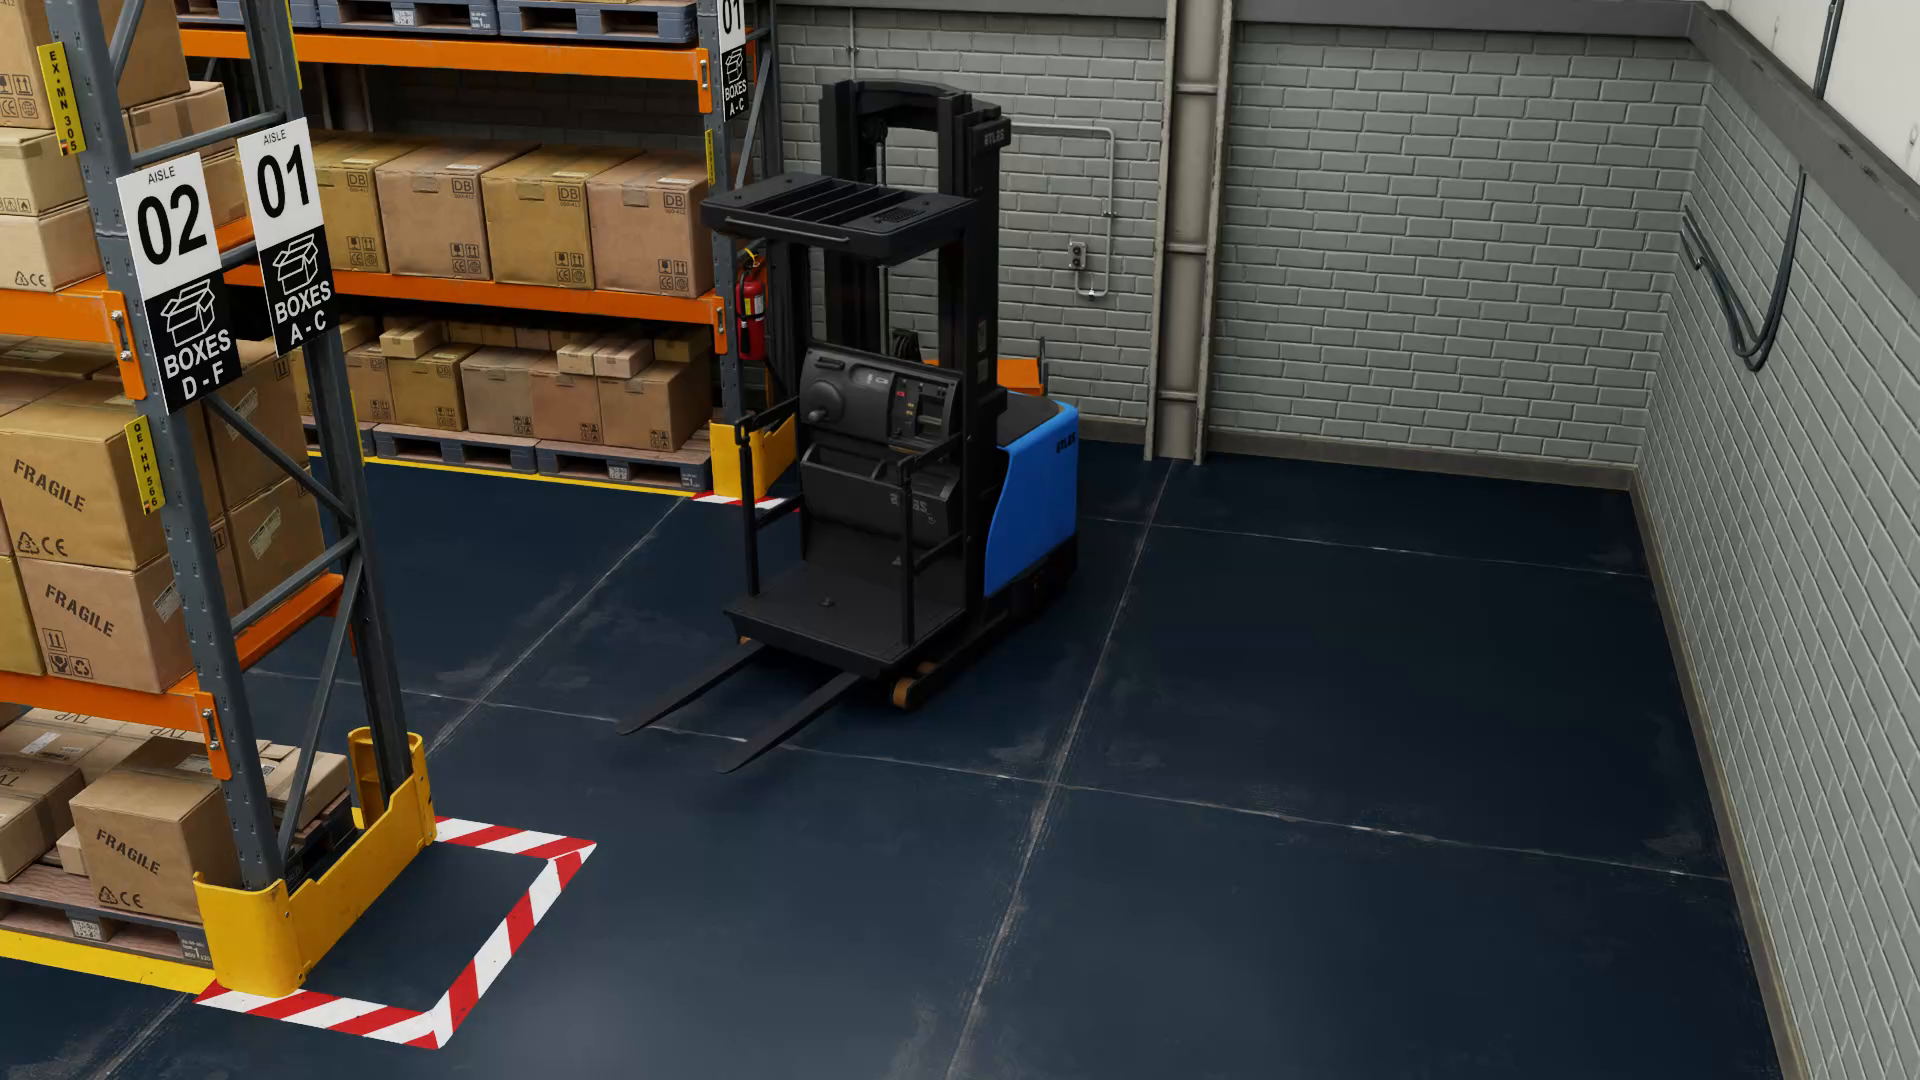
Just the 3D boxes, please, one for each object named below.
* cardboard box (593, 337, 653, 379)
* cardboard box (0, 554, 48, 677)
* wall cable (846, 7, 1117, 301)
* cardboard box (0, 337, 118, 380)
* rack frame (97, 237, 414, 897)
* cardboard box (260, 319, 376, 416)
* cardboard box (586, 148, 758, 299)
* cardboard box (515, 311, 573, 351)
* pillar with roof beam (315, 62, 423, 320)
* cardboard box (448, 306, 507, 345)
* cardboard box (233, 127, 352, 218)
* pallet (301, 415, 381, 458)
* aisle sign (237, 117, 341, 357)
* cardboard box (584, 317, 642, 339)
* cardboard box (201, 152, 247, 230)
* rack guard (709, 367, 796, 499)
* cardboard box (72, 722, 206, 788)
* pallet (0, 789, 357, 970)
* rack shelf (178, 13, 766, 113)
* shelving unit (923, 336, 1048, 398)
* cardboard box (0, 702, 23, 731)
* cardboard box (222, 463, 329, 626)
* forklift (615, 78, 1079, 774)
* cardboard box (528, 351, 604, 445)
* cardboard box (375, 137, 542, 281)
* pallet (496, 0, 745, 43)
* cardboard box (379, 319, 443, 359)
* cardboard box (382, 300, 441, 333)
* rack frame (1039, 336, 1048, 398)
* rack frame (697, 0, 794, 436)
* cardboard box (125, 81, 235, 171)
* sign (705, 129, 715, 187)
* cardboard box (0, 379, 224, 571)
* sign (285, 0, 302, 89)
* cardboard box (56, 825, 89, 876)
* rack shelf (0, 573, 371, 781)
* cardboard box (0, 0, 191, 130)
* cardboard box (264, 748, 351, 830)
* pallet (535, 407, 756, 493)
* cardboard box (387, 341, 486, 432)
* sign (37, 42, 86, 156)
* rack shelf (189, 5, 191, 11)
[{"bbox_3d":[-2.213,-1.201,10.948,0.250,0.149,0.380,6,26,12],"label":"cardboard box"},{"bbox_3d":[-3.576,0.153,6.323,0.500,0.500,0.500,7,26,13],"label":"cardboard box"},{"bbox_3d":[0.135,-2.591,11.021,1.851,1.984,0.084,6,26,13],"label":"wall cable"},{"bbox_3d":[-3.443,-0.520,6.573,0.500,0.500,0.500,7,26,14],"label":"cardboard box"},{"bbox_3d":[-2.571,0.187,6.368,0.127,3.000,1.000,6,26,13],"label":"rack frame"},{"bbox_3d":[-4.516,-1.242,11.789,0.500,0.500,0.700,7,26,14],"label":"cardboard box"},{"bbox_3d":[-1.837,-2.062,10.742,0.700,0.700,0.980,8,26,15],"label":"cardboard box"},{"bbox_3d":[-2.852,-1.441,11.451,0.250,0.149,0.380,7,26,14],"label":"cardboard box"},{"bbox_3d":[-5.393,-3.506,7.145,0.400,9.000,9.100,6,26,13],"label":"pillar with roof beam"},{"bbox_3d":[-3.346,-1.495,11.566,0.250,0.149,0.380,6,26,12],"label":"cardboard box"},{"bbox_3d":[-4.693,-2.375,11.399,0.700,0.700,0.980,7,26,14],"label":"cardboard box"},{"bbox_3d":[-4.498,-0.931,11.960,1.213,0.211,1.003,6,26,13],"label":"pallet"},{"bbox_3d":[-2.432,-1.102,6.051,0.004,0.787,0.394,6,26,13],"label":"aisle sign"},{"bbox_3d":[-2.363,-1.387,11.338,0.250,0.149,0.380,6,26,13],"label":"cardboard box"},{"bbox_3d":[-3.005,-1.261,6.093,0.500,0.250,0.500,6,26,13],"label":"cardboard box"},{"bbox_3d":[-1.317,-0.745,11.232,0.348,0.500,1.175,6,26,13],"label":"rack guard"},{"bbox_3d":[-3.511,1.000,7.347,0.500,0.250,0.500,6,26,13],"label":"cardboard box"},{"bbox_3d":[-3.417,1.353,7.163,1.213,0.211,1.003,6,26,13],"label":"pallet"},{"bbox_3d":[-3.278,-3.119,10.660,4.000,0.370,1.077,6,26,13],"label":"rack shelf"},{"bbox_3d":[0.000,-0.646,10.299,1.048,1.125,0.538,0,25,0],"label":"shelving unit"},{"bbox_3d":[-4.624,0.886,7.292,0.637,0.503,0.797,6,26,13],"label":"cardboard box"},{"bbox_3d":[-2.935,-0.016,6.677,0.500,0.500,0.500,7,26,14],"label":"cardboard box"},{"bbox_3d":[-0.533,-0.691,8.291,1.130,2.935,3.031,15,29,29],"label":"forklift"},{"bbox_3d":[-2.528,-1.024,11.330,0.500,0.500,0.700,6,26,13],"label":"cardboard box"},{"bbox_3d":[-3.281,-2.220,11.075,0.700,0.700,0.980,5,26,10],"label":"cardboard box"},{"bbox_3d":[-2.062,-3.265,10.232,1.213,0.211,1.003,6,26,13],"label":"pallet"},{"bbox_3d":[-3.724,-1.367,11.296,0.250,0.149,0.380,6,26,12],"label":"cardboard box"},{"bbox_3d":[-3.841,-1.550,11.681,0.250,0.149,0.380,5,26,11],"label":"cardboard box"},{"bbox_3d":[0.508,-0.646,10.297,0.032,1.125,0.500,0,25,0],"label":"rack frame"},{"bbox_3d":[-1.341,-1.876,10.701,0.127,3.000,1.000,6,26,13],"label":"rack frame"},{"bbox_3d":[-3.003,-1.489,5.991,0.500,0.250,0.500,6,26,13],"label":"cardboard box"},{"bbox_3d":[-1.489,-2.281,9.929,0.005,0.325,0.100,6,26,13],"label":"sign"},{"bbox_3d":[-3.070,-0.243,5.991,0.500,0.500,0.500,6,26,13],"label":"cardboard box"},{"bbox_3d":[-2.436,-1.788,6.010,0.005,0.325,0.100,6,26,13],"label":"sign"},{"bbox_3d":[-3.529,1.231,6.959,0.250,0.166,0.380,6,26,13],"label":"cardboard box"},{"bbox_3d":[-4.508,0.298,6.972,4.000,0.370,1.077,6,26,13],"label":"rack shelf"},{"bbox_3d":[-3.072,-1.712,5.588,0.500,0.500,0.700,6,26,13],"label":"cardboard box"},{"bbox_3d":[-2.891,1.088,7.281,0.250,0.149,0.380,6,26,13],"label":"cardboard box"},{"bbox_3d":[-2.135,-0.670,11.411,1.213,0.211,1.003,6,26,13],"label":"pallet"},{"bbox_3d":[-3.534,-1.131,11.556,0.500,0.500,0.700,7,26,14],"label":"cardboard box"},{"bbox_3d":[-2.728,-1.338,5.052,0.005,0.325,0.100,6,26,13],"label":"sign"},{"bbox_3d":[-7.152,-3.548,11.560,4.000,0.370,1.077,6,26,13],"label":"rack shelf"}]
